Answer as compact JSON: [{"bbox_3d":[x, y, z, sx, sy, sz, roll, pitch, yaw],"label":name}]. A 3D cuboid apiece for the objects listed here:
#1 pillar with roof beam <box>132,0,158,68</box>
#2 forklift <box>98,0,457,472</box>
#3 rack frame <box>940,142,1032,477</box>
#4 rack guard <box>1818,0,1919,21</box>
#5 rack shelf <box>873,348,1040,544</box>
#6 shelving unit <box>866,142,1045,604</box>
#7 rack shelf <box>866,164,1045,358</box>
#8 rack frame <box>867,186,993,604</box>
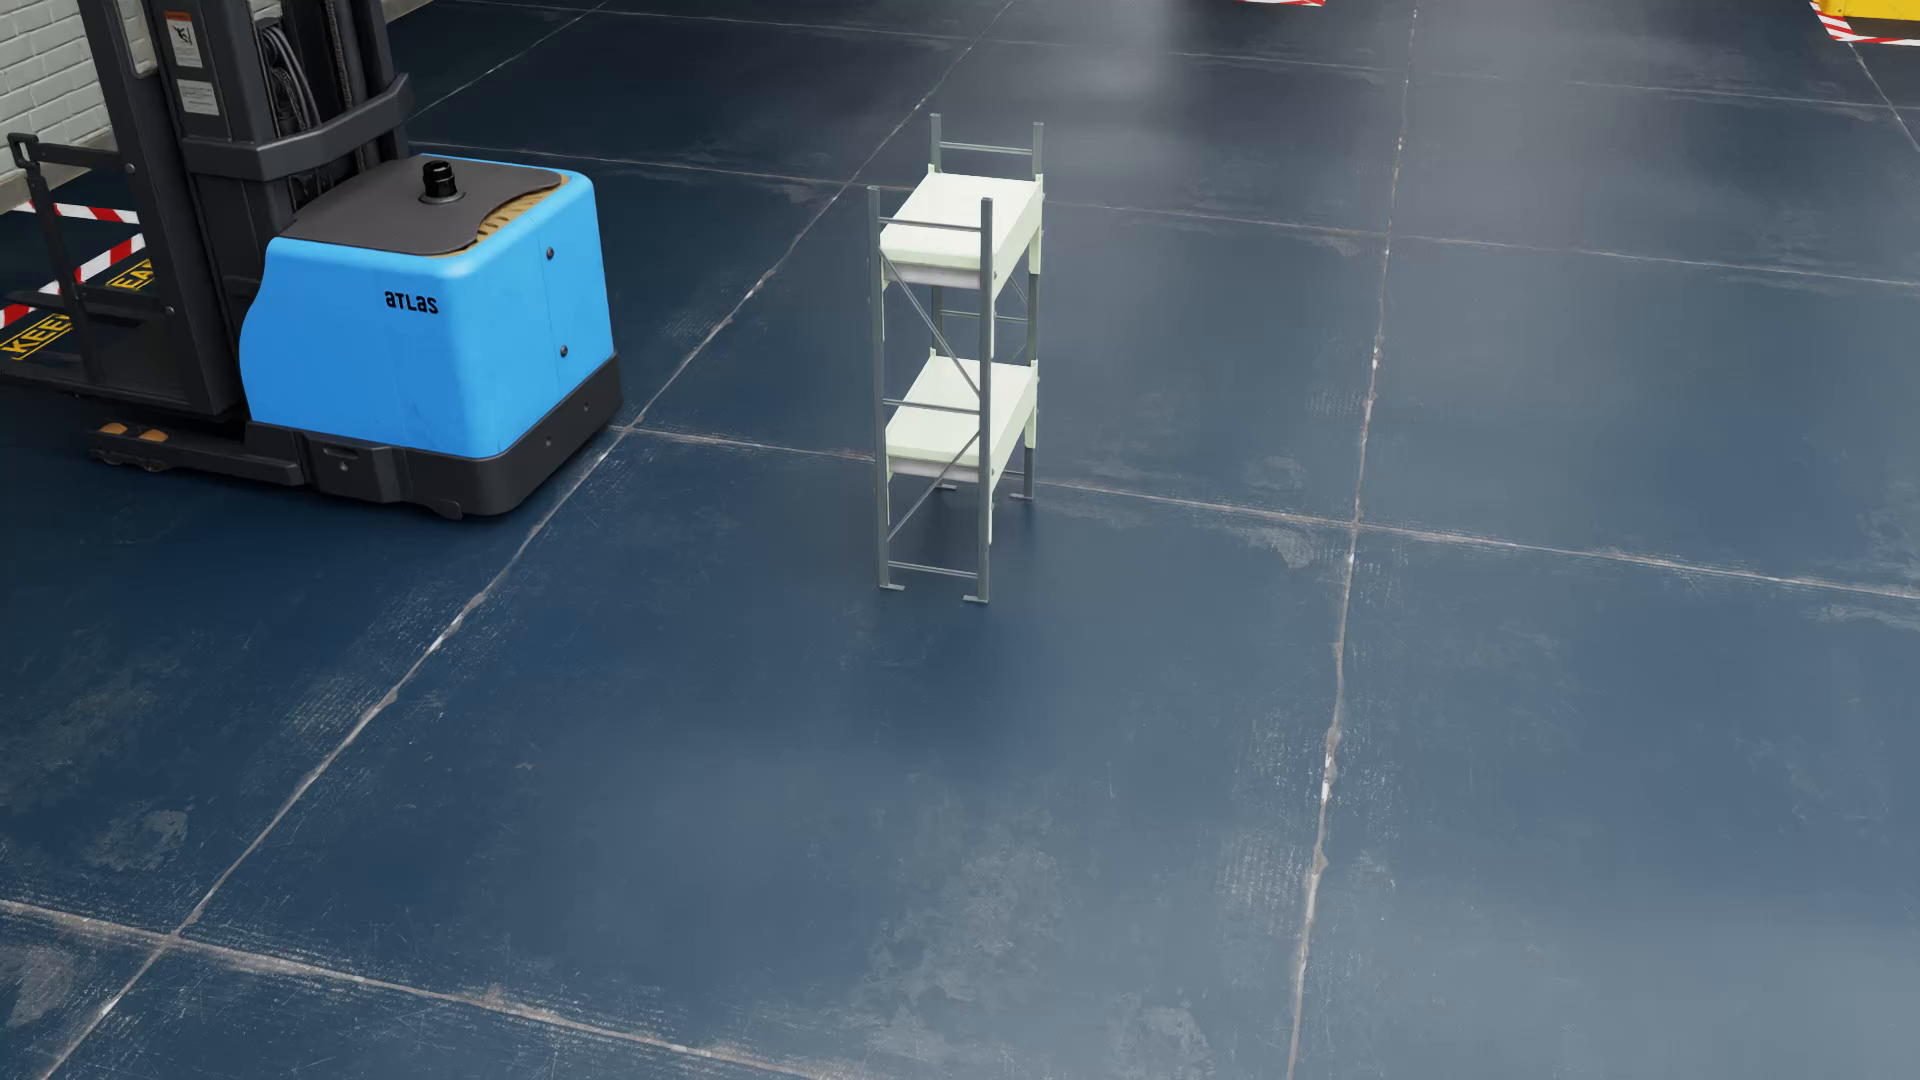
[{"bbox_3d":[-0.514,-5.808,6.998,9.100,9.000,0.400,8,33,12],"label":"pillar with roof beam"},{"bbox_3d":[9.375,-2.722,7.859,23.305,2.867,12.119,10,34,15],"label":"forklift"},{"bbox_3d":[0.092,-0.819,6.141,0.380,1.308,0.010,8,33,12],"label":"rack frame"},{"bbox_3d":[7.060,-4.137,12.291,1.175,0.500,0.348,8,33,12],"label":"rack guard"},{"bbox_3d":[-0.002,-0.354,6.017,0.431,0.370,0.720,8,33,12],"label":"rack shelf"},{"bbox_3d":[-0.003,-0.628,5.839,0.431,1.500,0.748,8,33,12],"label":"shelving unit"},{"bbox_3d":[-0.002,-0.959,5.633,0.431,0.370,0.720,8,33,12],"label":"rack shelf"},{"bbox_3d":[-0.095,-0.440,5.543,0.400,1.500,0.023,8,33,12],"label":"rack frame"}]
